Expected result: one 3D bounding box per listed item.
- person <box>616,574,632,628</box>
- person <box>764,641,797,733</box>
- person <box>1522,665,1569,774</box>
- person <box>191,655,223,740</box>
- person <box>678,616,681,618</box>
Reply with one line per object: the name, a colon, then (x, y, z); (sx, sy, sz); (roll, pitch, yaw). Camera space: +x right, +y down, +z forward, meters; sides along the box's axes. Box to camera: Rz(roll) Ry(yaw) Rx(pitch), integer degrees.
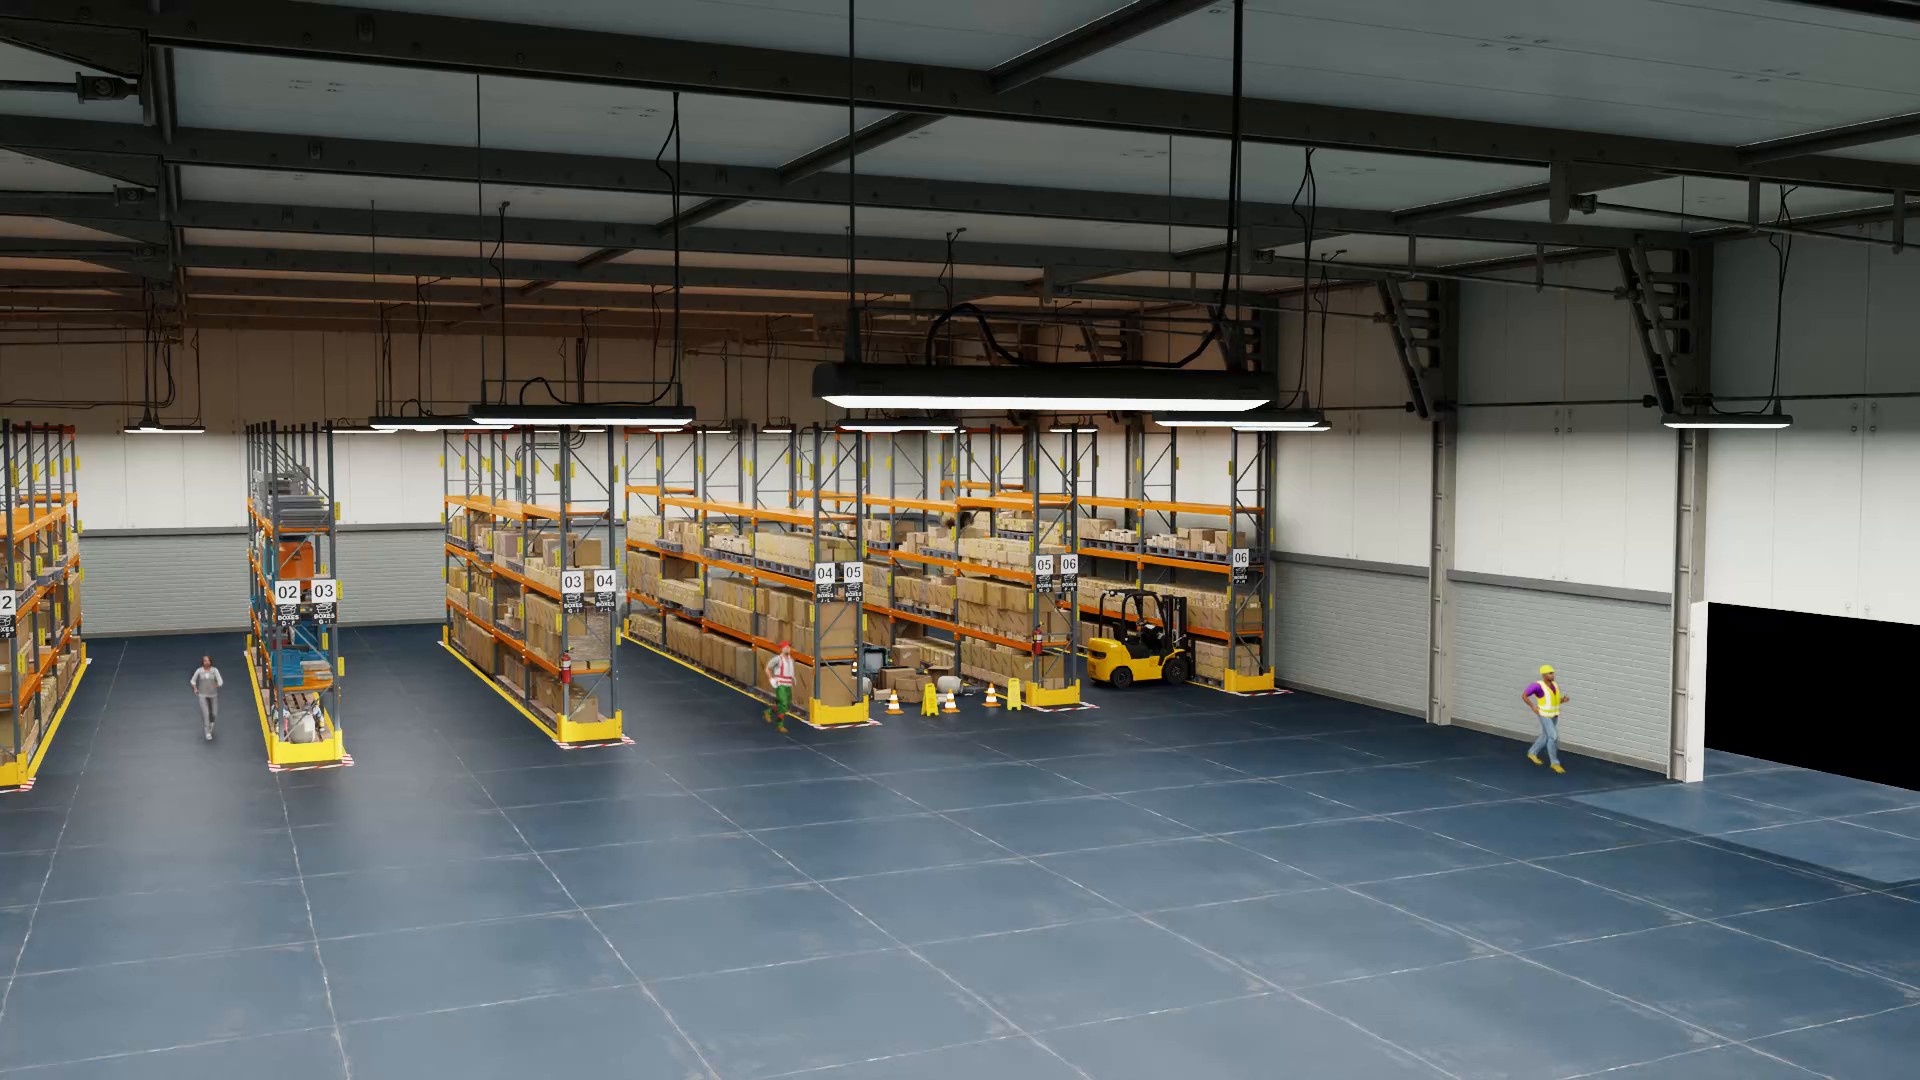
person: (-9.758, 1.843, 48.628); (0.846, 1.712, 0.611); (-2, 4, -31)
person: (-3.493, 2.840, 32.437); (0.747, 1.745, 0.722); (3, 5, 39)
person: (10.062, 3.037, 28.456); (0.686, 1.798, 0.848); (-3, 4, -36)
person: (-14.263, 2.968, 31.510); (0.547, 1.563, 0.730); (-2, 4, -29)
person: (-8.206, 1.753, 49.654); (0.769, 1.753, 0.682); (-2, 4, -30)
